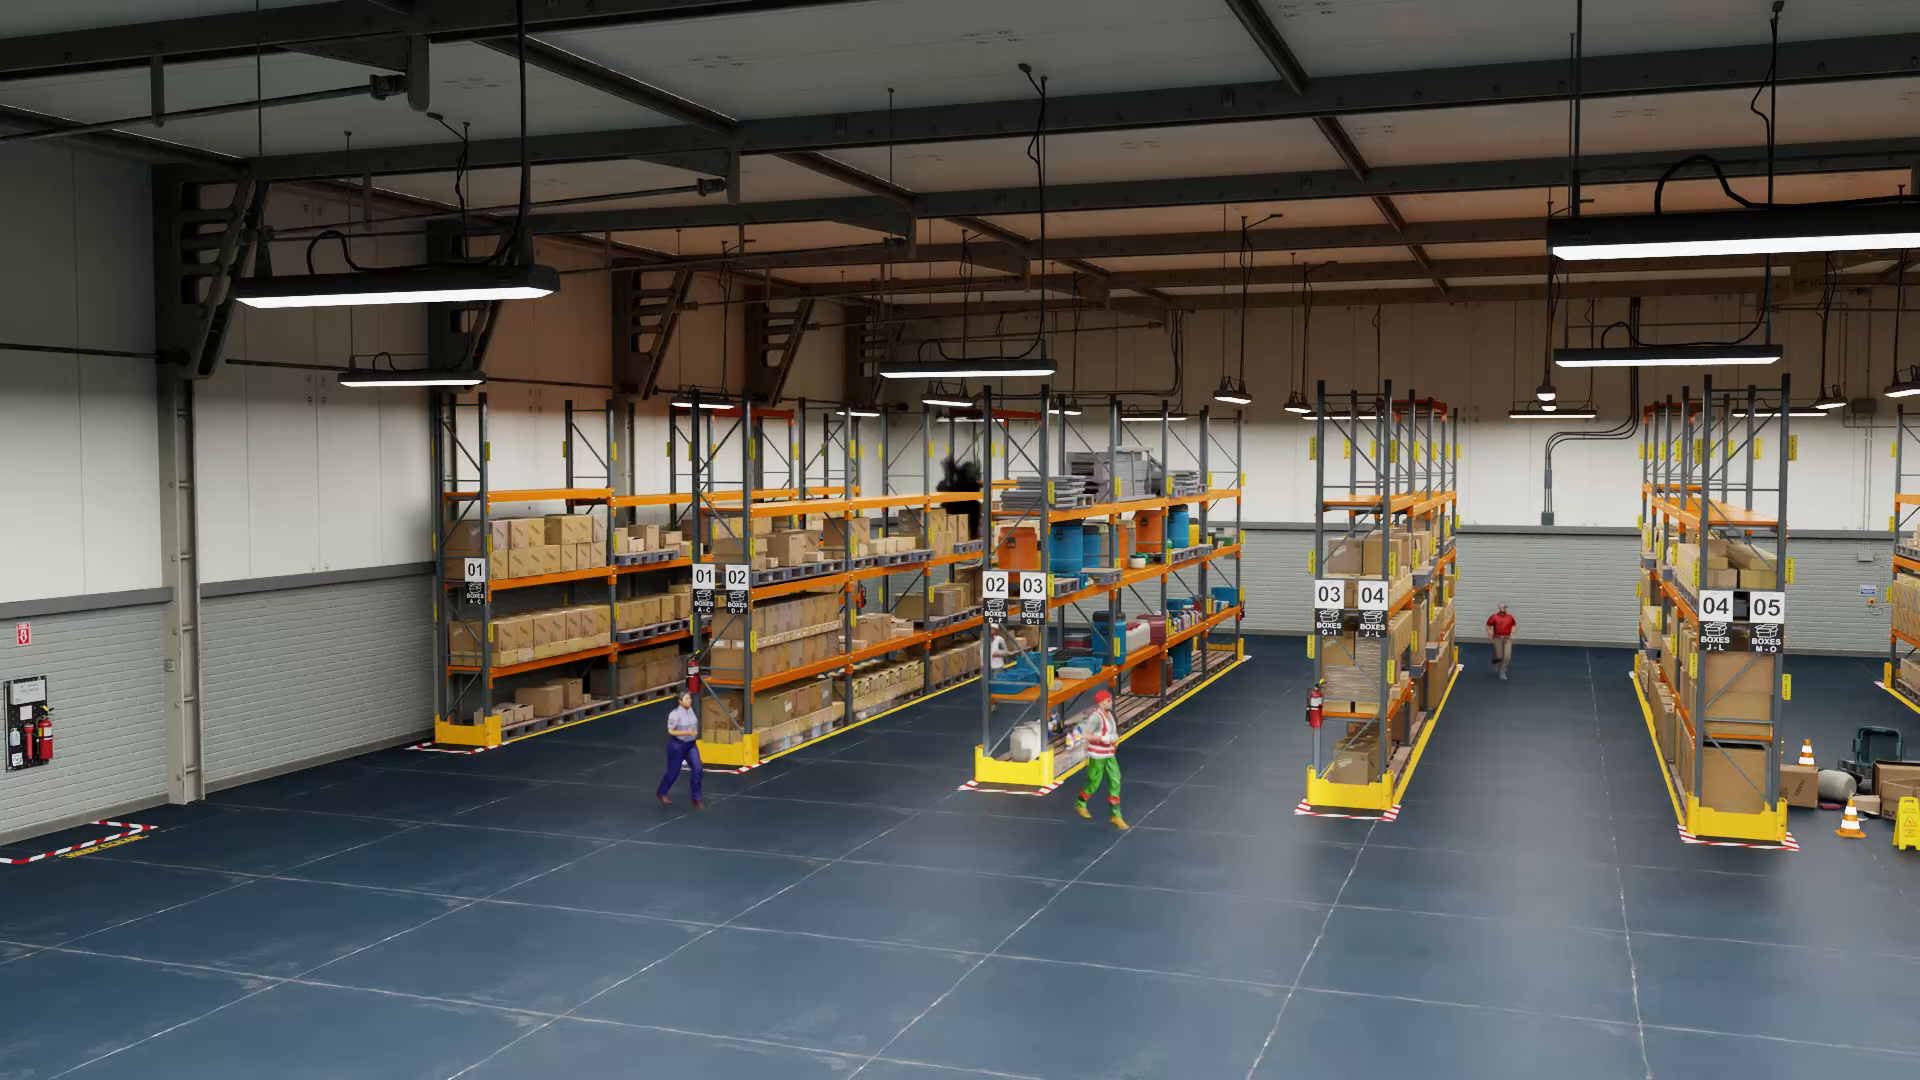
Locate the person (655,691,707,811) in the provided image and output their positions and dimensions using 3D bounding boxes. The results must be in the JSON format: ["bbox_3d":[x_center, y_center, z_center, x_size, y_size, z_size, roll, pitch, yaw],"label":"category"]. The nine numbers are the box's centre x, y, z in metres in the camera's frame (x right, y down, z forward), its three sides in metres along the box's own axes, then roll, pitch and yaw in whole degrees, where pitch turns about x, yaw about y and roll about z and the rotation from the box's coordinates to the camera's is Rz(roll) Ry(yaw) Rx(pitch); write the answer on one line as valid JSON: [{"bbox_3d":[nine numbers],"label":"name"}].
[{"bbox_3d":[-3.911,2.950,23.301,0.836,1.699,0.564,2,4,38],"label":"person"}]

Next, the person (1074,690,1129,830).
[{"bbox_3d":[1.860,2.918,22.231,0.897,1.821,0.627,3,4,45],"label":"person"}]

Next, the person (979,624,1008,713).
[{"bbox_3d":[0.612,2.440,31.774,0.632,1.784,0.698,1,3,16],"label":"person"}]

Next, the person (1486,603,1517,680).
[{"bbox_3d":[11.945,2.218,36.647,0.666,1.683,0.602,0,3,4],"label":"person"}]
